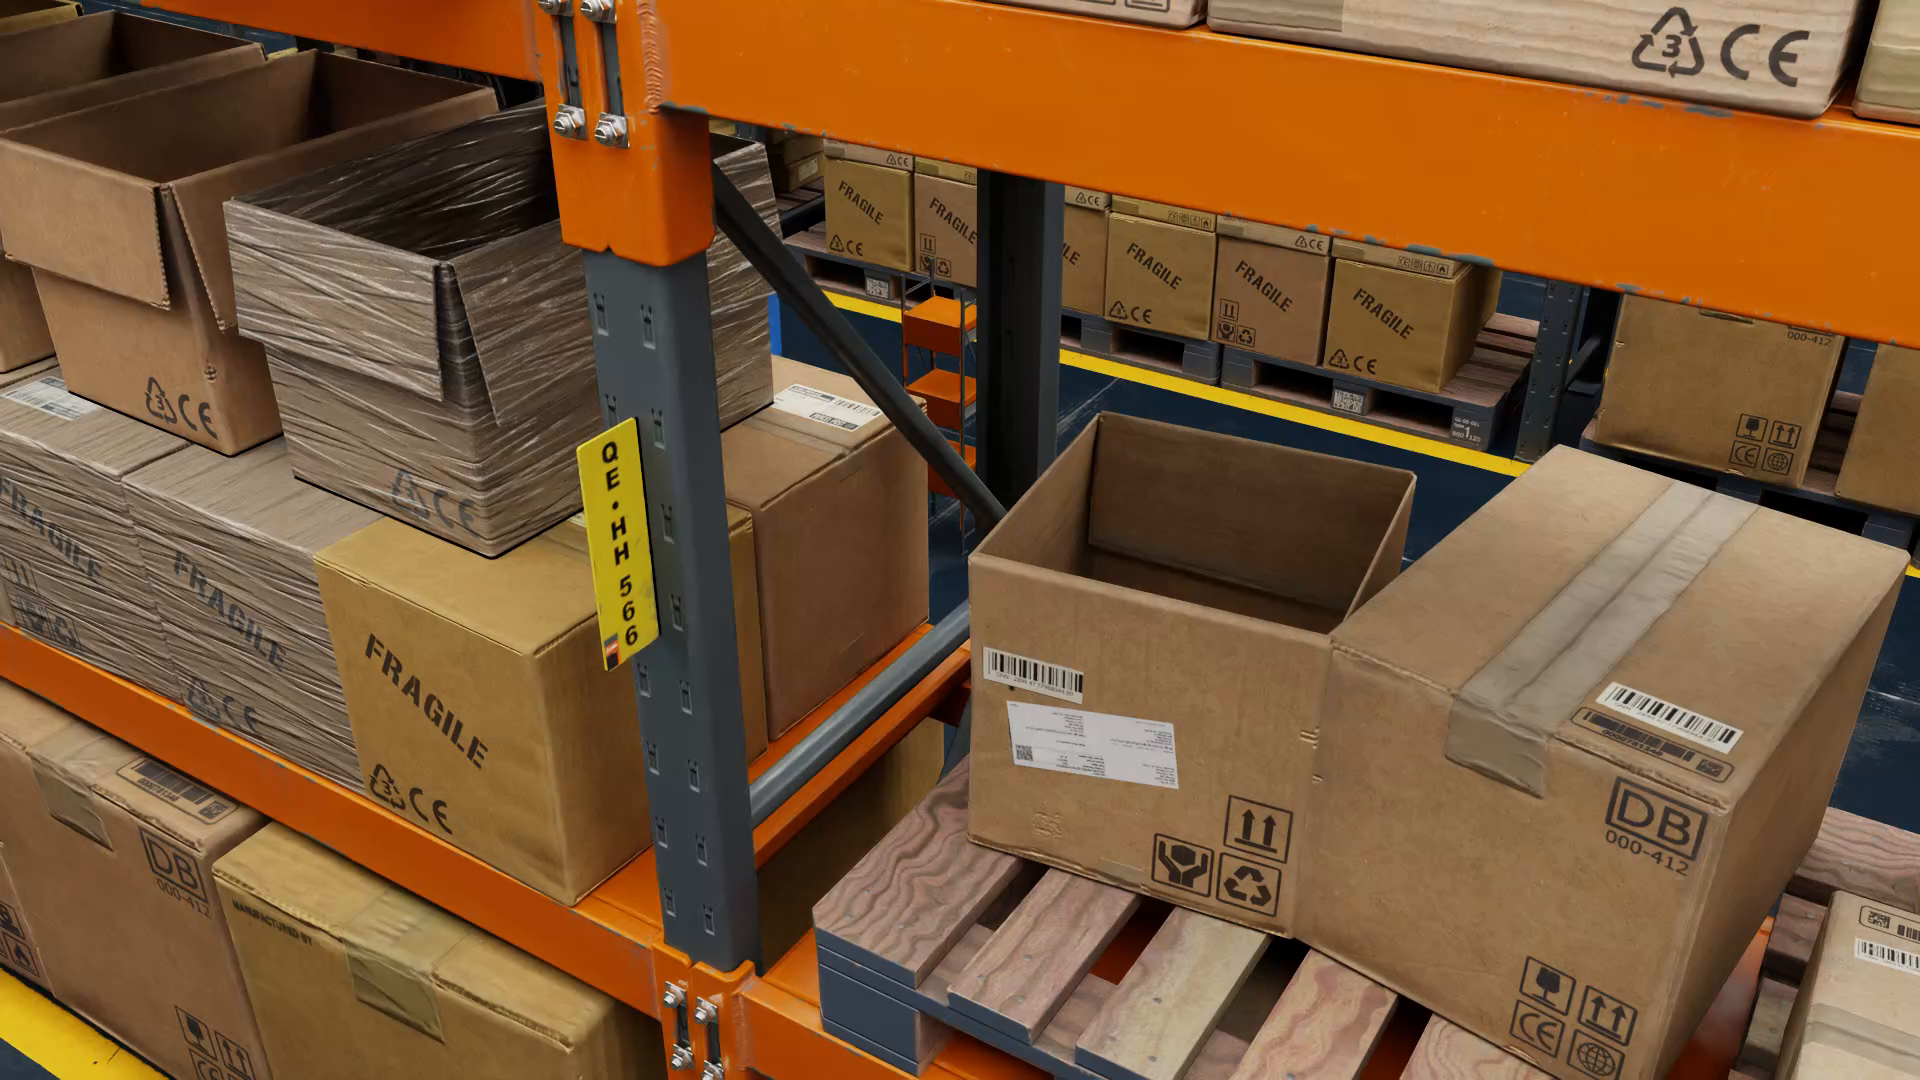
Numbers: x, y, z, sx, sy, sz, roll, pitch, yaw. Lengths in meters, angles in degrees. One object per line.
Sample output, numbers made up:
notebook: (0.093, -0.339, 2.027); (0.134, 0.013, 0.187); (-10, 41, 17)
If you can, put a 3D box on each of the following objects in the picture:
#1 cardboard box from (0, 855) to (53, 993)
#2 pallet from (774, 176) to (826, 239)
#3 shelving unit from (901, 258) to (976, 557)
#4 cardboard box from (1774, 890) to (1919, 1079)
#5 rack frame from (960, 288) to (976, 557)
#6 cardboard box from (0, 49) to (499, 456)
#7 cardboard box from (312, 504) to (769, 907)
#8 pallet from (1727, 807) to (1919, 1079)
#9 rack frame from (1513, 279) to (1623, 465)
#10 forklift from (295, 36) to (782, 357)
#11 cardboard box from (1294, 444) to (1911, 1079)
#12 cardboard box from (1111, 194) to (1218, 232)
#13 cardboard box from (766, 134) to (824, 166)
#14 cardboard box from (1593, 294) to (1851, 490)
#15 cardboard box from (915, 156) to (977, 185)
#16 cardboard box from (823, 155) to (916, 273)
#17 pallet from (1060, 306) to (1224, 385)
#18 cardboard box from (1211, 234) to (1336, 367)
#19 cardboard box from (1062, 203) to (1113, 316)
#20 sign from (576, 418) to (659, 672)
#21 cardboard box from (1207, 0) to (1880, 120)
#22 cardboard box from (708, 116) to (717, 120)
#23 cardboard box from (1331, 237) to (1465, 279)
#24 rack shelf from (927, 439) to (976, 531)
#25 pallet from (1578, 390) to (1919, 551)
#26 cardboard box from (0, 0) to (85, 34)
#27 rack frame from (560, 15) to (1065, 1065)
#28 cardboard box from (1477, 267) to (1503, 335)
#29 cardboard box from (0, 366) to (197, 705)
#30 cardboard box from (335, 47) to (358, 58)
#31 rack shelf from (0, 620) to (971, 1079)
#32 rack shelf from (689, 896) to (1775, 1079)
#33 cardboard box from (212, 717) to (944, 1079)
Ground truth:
cardboard box: (-2.217, 0.339, 4.385); (0.875, 0.875, 1.225); (16, 34, 26)
pallet: (-1.392, -1.850, 9.212); (1.213, 0.211, 1.003); (18, 35, 27)
shelving unit: (-0.045, -0.468, 6.010); (0.252, 1.050, 0.215); (18, 35, 27)
cardboard box: (1.158, 0.702, 1.801); (0.500, 0.250, 0.500); (17, 34, 26)
rack frame: (0.058, -0.435, 5.954); (0.008, 1.050, 0.200); (18, 35, 27)
cardboard box: (-1.300, -0.583, 3.178); (0.637, 0.503, 0.797); (18, 35, 28)
cardboard box: (-0.689, 0.202, 2.827); (0.500, 0.500, 0.500); (19, 35, 29)
pallet: (1.560, 0.868, 1.977); (1.213, 0.211, 1.003); (18, 35, 27)
rack frame: (2.584, -1.818, 6.390); (0.127, 3.000, 1.000); (18, 35, 27)
forklift: (-2.270, -1.799, 6.425); (3.031, 2.935, 1.130); (13, 33, 21)
cardboard box: (0.866, 0.282, 2.274); (0.500, 0.500, 0.700); (23, 38, 34)
cardboard box: (1.009, -1.588, 7.316); (0.500, 0.250, 0.500); (18, 35, 28)
cardboard box: (-0.941, -2.202, 9.165); (0.250, 0.149, 0.380); (19, 35, 30)
cardboard box: (3.052, -0.826, 6.505); (0.750, 0.750, 1.050); (17, 34, 27)
cardboard box: (0.134, -1.863, 7.786); (0.500, 0.250, 0.500); (19, 35, 29)
cardboard box: (-0.319, -1.680, 8.217); (0.500, 0.500, 0.500); (19, 35, 29)
pallet: (0.893, -1.151, 8.013); (1.213, 0.211, 1.003); (18, 35, 27)
cardboard box: (1.450, -1.125, 7.266); (0.500, 0.500, 0.500); (19, 35, 29)
cardboard box: (0.580, -1.405, 7.745); (0.500, 0.500, 0.500); (18, 35, 28)
sign: (-0.431, 0.009, 2.108); (0.005, 0.325, 0.100); (18, 35, 27)
cardboard box: (0.558, -0.587, 1.451); (0.500, 0.250, 0.500); (18, 35, 29)
cardboard box: (-1.481, -2.132, 8.750); (0.250, 0.149, 0.380); (18, 35, 28)
cardboard box: (1.865, -1.315, 6.847); (0.500, 0.250, 0.500); (17, 34, 26)
rack shelf: (-0.045, -0.219, 6.155); (0.240, 0.259, 0.215); (18, 35, 27)
pallet: (3.211, -0.370, 6.675); (1.213, 0.211, 1.003); (18, 35, 27)
cardboard box: (-2.406, -0.920, 3.755); (0.637, 0.503, 0.797); (18, 35, 28)
rack frame: (-0.137, 0.270, 2.810); (0.053, 2.616, 0.949); (18, 35, 27)
cardboard box: (2.120, -1.218, 7.425); (0.500, 0.500, 0.500); (16, 34, 25)
cardboard box: (-1.549, -0.072, 3.297); (0.500, 0.500, 0.500); (16, 34, 26)
cardboard box: (-3.632, -2.860, 9.998); (0.250, 0.149, 0.380); (18, 35, 28)
rack shelf: (-1.833, 0.047, 3.907); (4.000, 0.370, 1.077); (18, 35, 27)
rack shelf: (1.555, 1.118, 2.070); (4.000, 0.370, 1.077); (18, 35, 27)
cardboard box: (-0.712, 0.814, 3.569); (0.875, 0.875, 1.225); (16, 34, 25)
